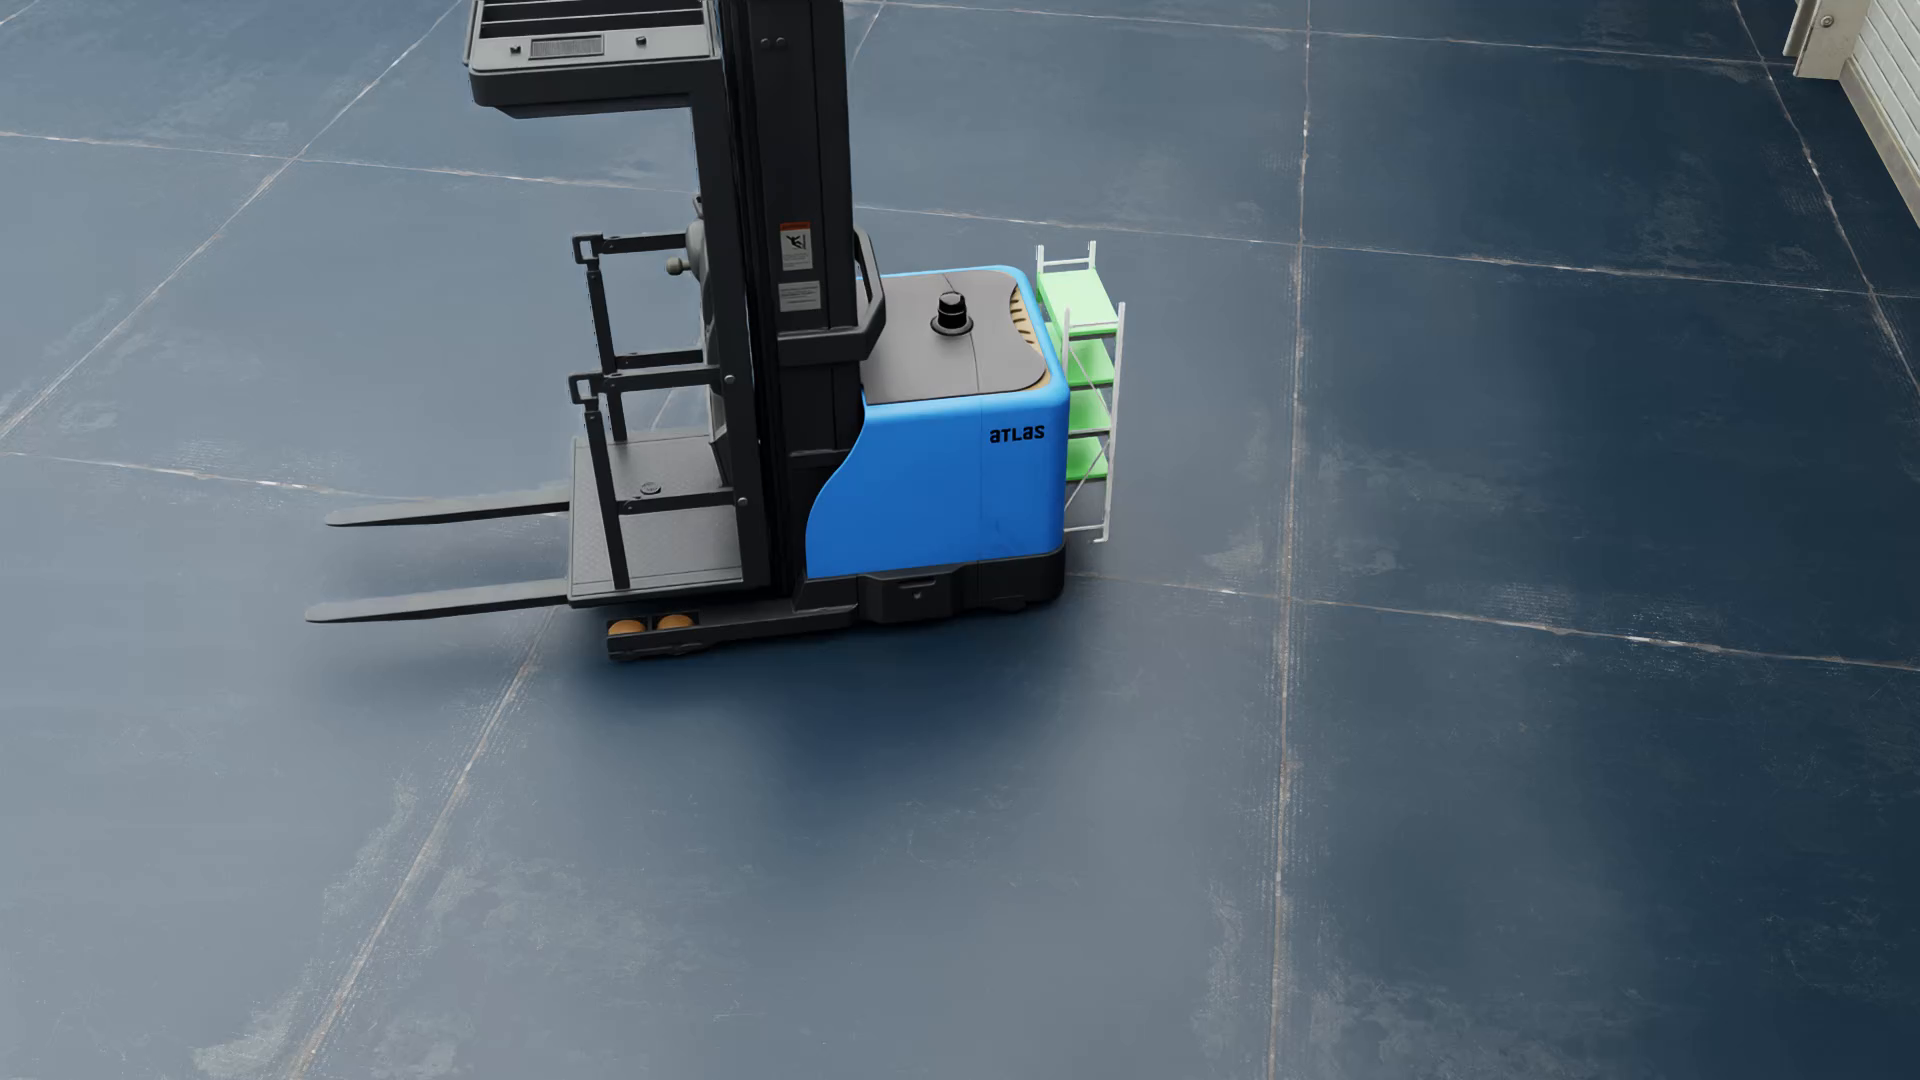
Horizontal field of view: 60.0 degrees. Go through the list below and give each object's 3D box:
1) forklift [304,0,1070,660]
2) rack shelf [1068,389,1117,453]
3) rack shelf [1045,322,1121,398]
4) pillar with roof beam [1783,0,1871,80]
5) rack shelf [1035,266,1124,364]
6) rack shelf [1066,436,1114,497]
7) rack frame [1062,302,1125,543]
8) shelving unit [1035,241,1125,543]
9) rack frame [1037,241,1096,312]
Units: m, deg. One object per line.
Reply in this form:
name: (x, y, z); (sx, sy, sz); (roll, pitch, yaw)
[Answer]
forklift: (-1.132, -1.010, 6.172); (3.031, 2.935, 1.130); (-6, 40, -7)
rack shelf: (0.483, -0.552, 7.077); (0.258, 0.148, 0.480); (-6, 40, -8)
rack shelf: (0.483, -0.737, 6.924); (0.258, 0.148, 0.480); (-6, 40, -8)
pillar with roof beam: (1.436, -7.098, 8.773); (9.100, 9.000, 0.400); (6, 40, 8)
rack shelf: (0.483, -0.922, 6.771); (0.258, 0.148, 0.480); (-6, 40, -8)
rack shelf: (0.483, -0.367, 7.230); (0.258, 0.148, 0.480); (-6, 40, -8)
rack frame: (0.525, -0.448, 6.851); (0.240, 1.200, 0.015); (-6, 40, -8)
shelving unit: (0.483, -0.602, 7.036); (0.258, 1.200, 0.503); (-6, 40, -8)
rack frame: (0.441, -0.755, 7.221); (0.240, 1.200, 0.015); (-6, 40, -8)
